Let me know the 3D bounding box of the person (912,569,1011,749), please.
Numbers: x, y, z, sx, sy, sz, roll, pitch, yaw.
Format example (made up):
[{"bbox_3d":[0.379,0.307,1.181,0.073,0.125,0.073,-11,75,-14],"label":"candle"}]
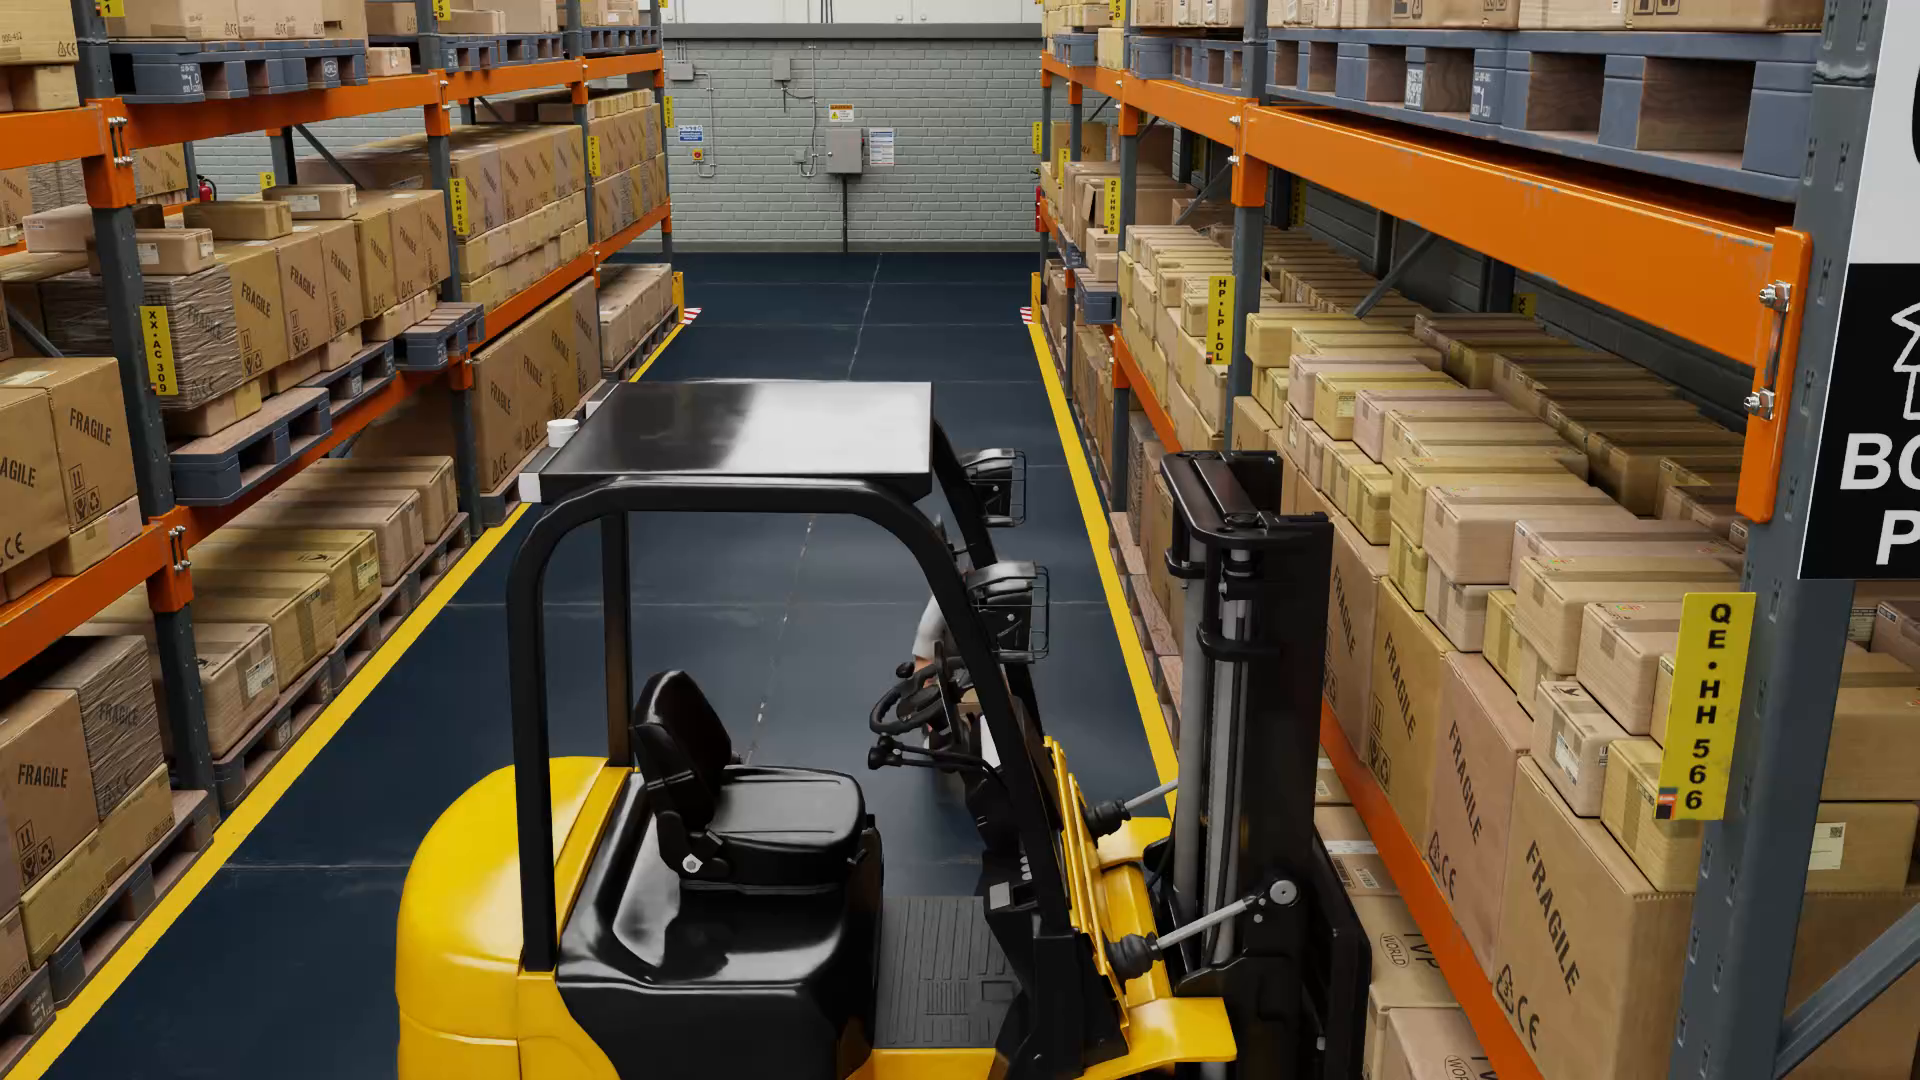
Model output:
[{"bbox_3d":[0.027,0.513,7.158,0.492,0.933,0.798,0,17,-1],"label":"person"}]
